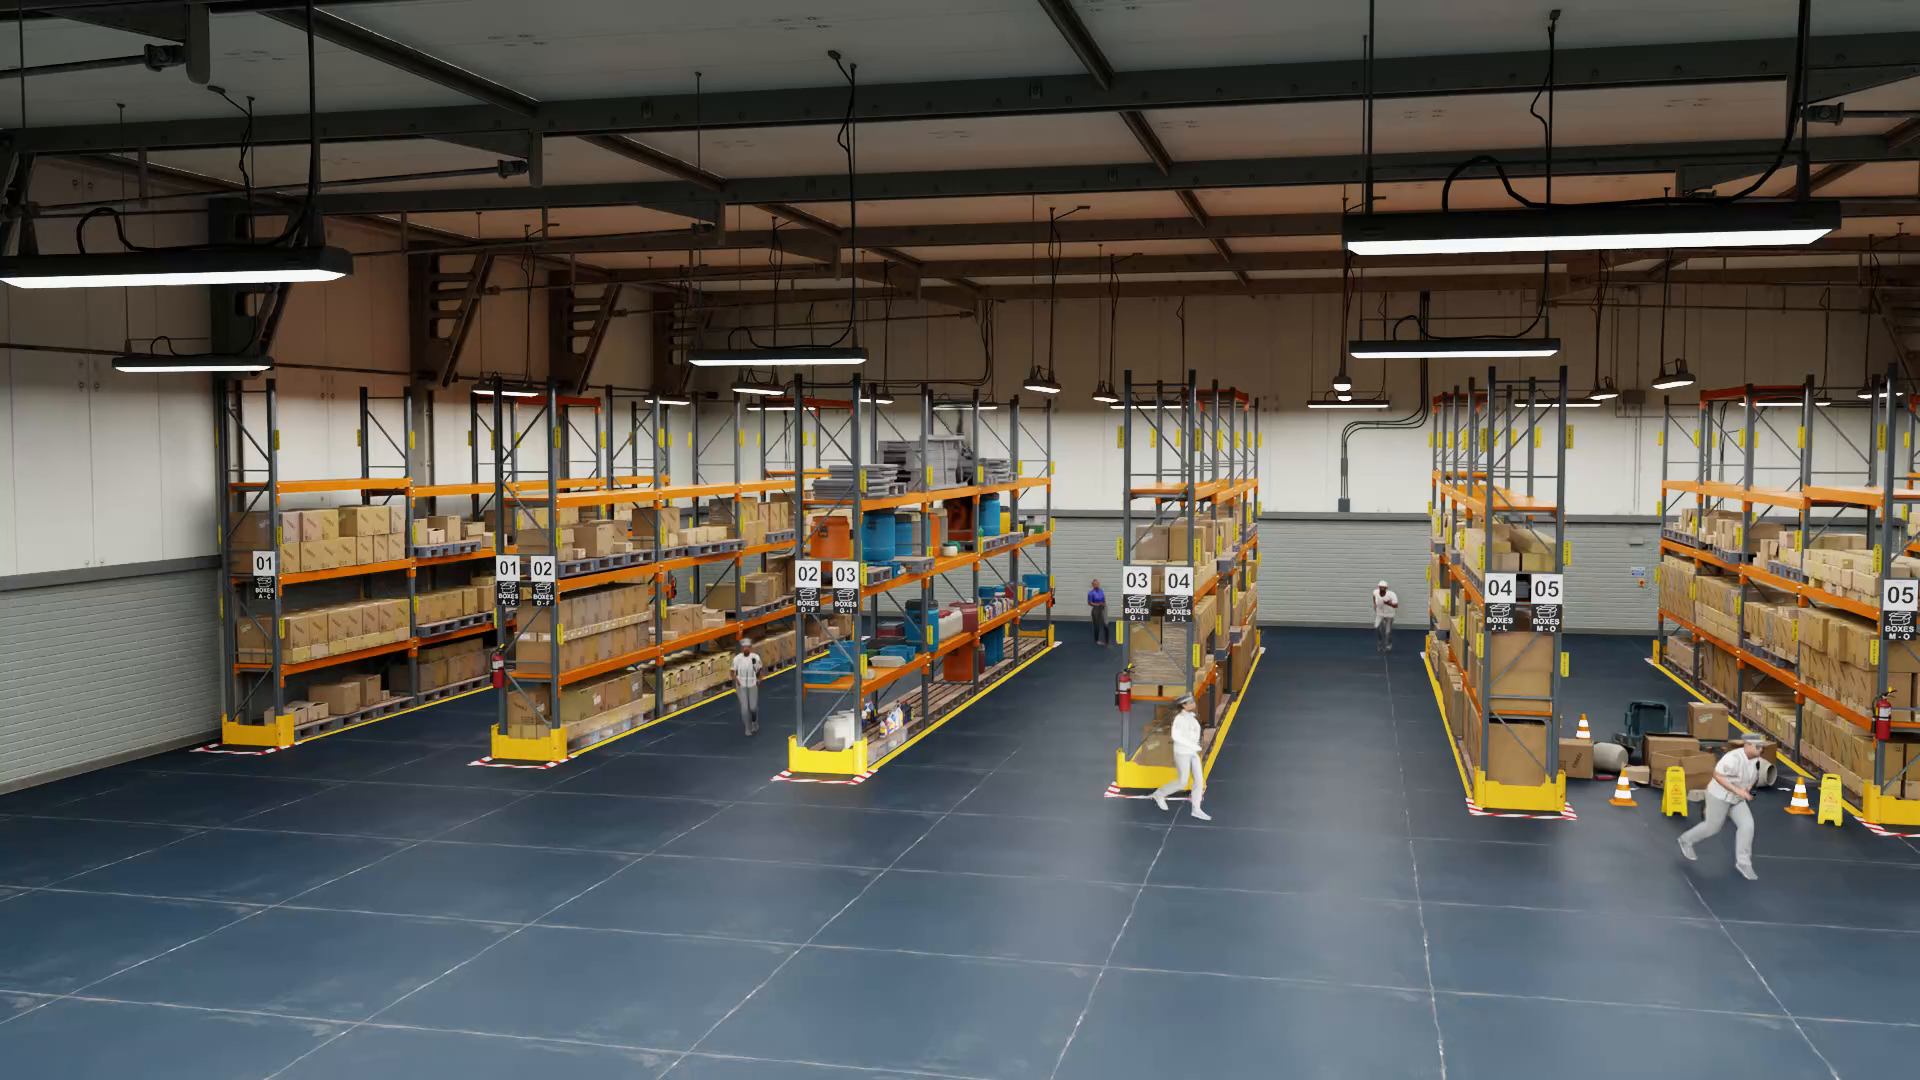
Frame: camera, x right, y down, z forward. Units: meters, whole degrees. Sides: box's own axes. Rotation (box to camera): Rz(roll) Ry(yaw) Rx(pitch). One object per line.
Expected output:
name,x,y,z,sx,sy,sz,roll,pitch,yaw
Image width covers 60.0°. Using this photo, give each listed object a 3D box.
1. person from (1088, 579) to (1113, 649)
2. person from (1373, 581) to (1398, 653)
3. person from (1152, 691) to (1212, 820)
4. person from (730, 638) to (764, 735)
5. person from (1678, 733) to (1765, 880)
person,3.327,1.785,40.170,0.582,1.663,0.691,-1,4,-16
person,9.987,1.791,39.104,0.684,1.708,0.912,2,4,30
person,2.958,2.843,22.070,0.825,1.696,0.622,2,4,34
person,-3.610,2.484,28.158,0.577,1.661,0.546,0,3,-5
person,8.868,3.035,19.322,0.703,1.717,0.978,-2,4,-34
